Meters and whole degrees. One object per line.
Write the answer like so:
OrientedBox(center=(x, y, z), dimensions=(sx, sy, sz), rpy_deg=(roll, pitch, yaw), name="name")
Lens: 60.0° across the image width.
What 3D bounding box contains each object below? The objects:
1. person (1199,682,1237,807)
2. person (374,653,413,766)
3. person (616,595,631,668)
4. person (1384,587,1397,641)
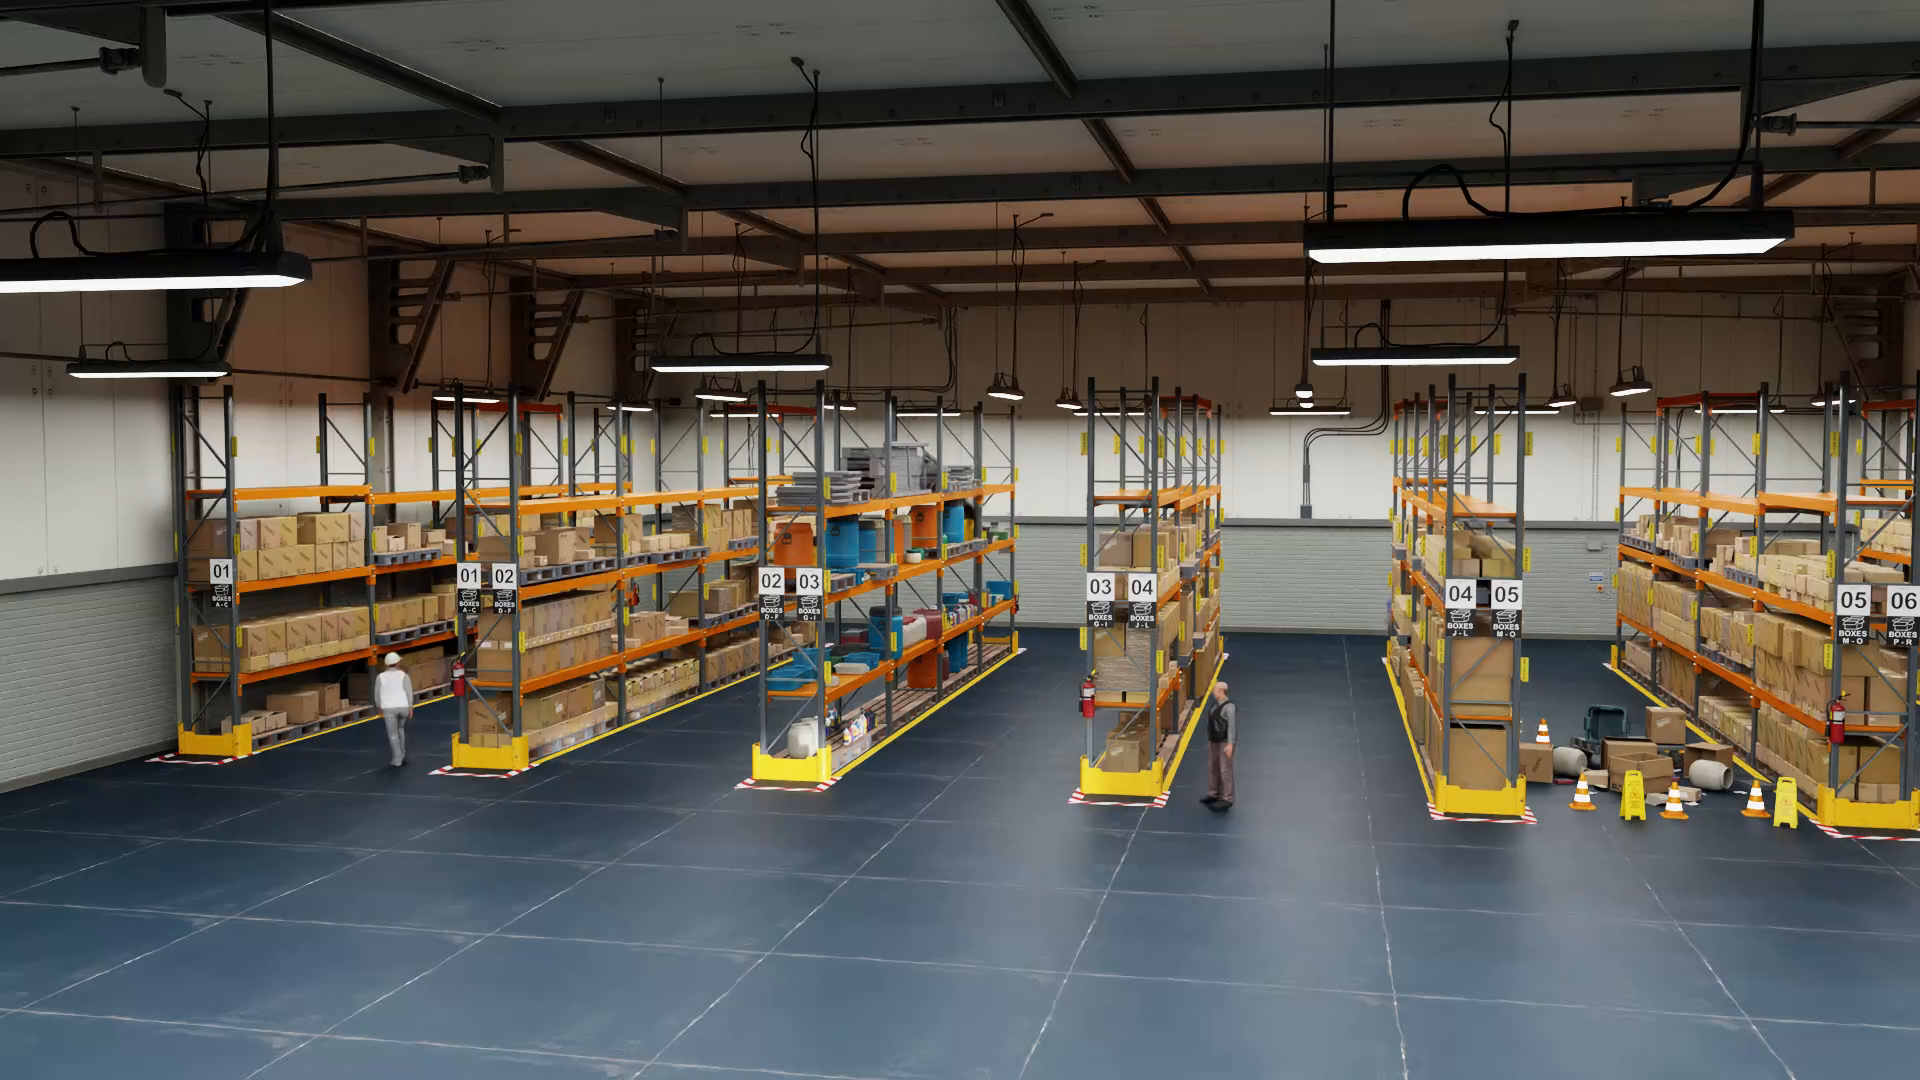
OrientedBox(center=(3.599, 2.833, 23.160), dimensions=(0.444, 1.724, 0.582), rpy_deg=(-1, 3, -21), name="person")
OrientedBox(center=(-8.909, 2.679, 26.169), dimensions=(0.648, 1.819, 0.492), rpy_deg=(3, 4, 44), name="person")
OrientedBox(center=(-7.487, 2.076, 37.266), dimensions=(0.462, 1.726, 0.492), rpy_deg=(-2, 4, -37), name="person")
OrientedBox(center=(10.460, 1.917, 40.220), dimensions=(0.414, 1.663, 0.434), rpy_deg=(-2, 4, -31), name="person")
